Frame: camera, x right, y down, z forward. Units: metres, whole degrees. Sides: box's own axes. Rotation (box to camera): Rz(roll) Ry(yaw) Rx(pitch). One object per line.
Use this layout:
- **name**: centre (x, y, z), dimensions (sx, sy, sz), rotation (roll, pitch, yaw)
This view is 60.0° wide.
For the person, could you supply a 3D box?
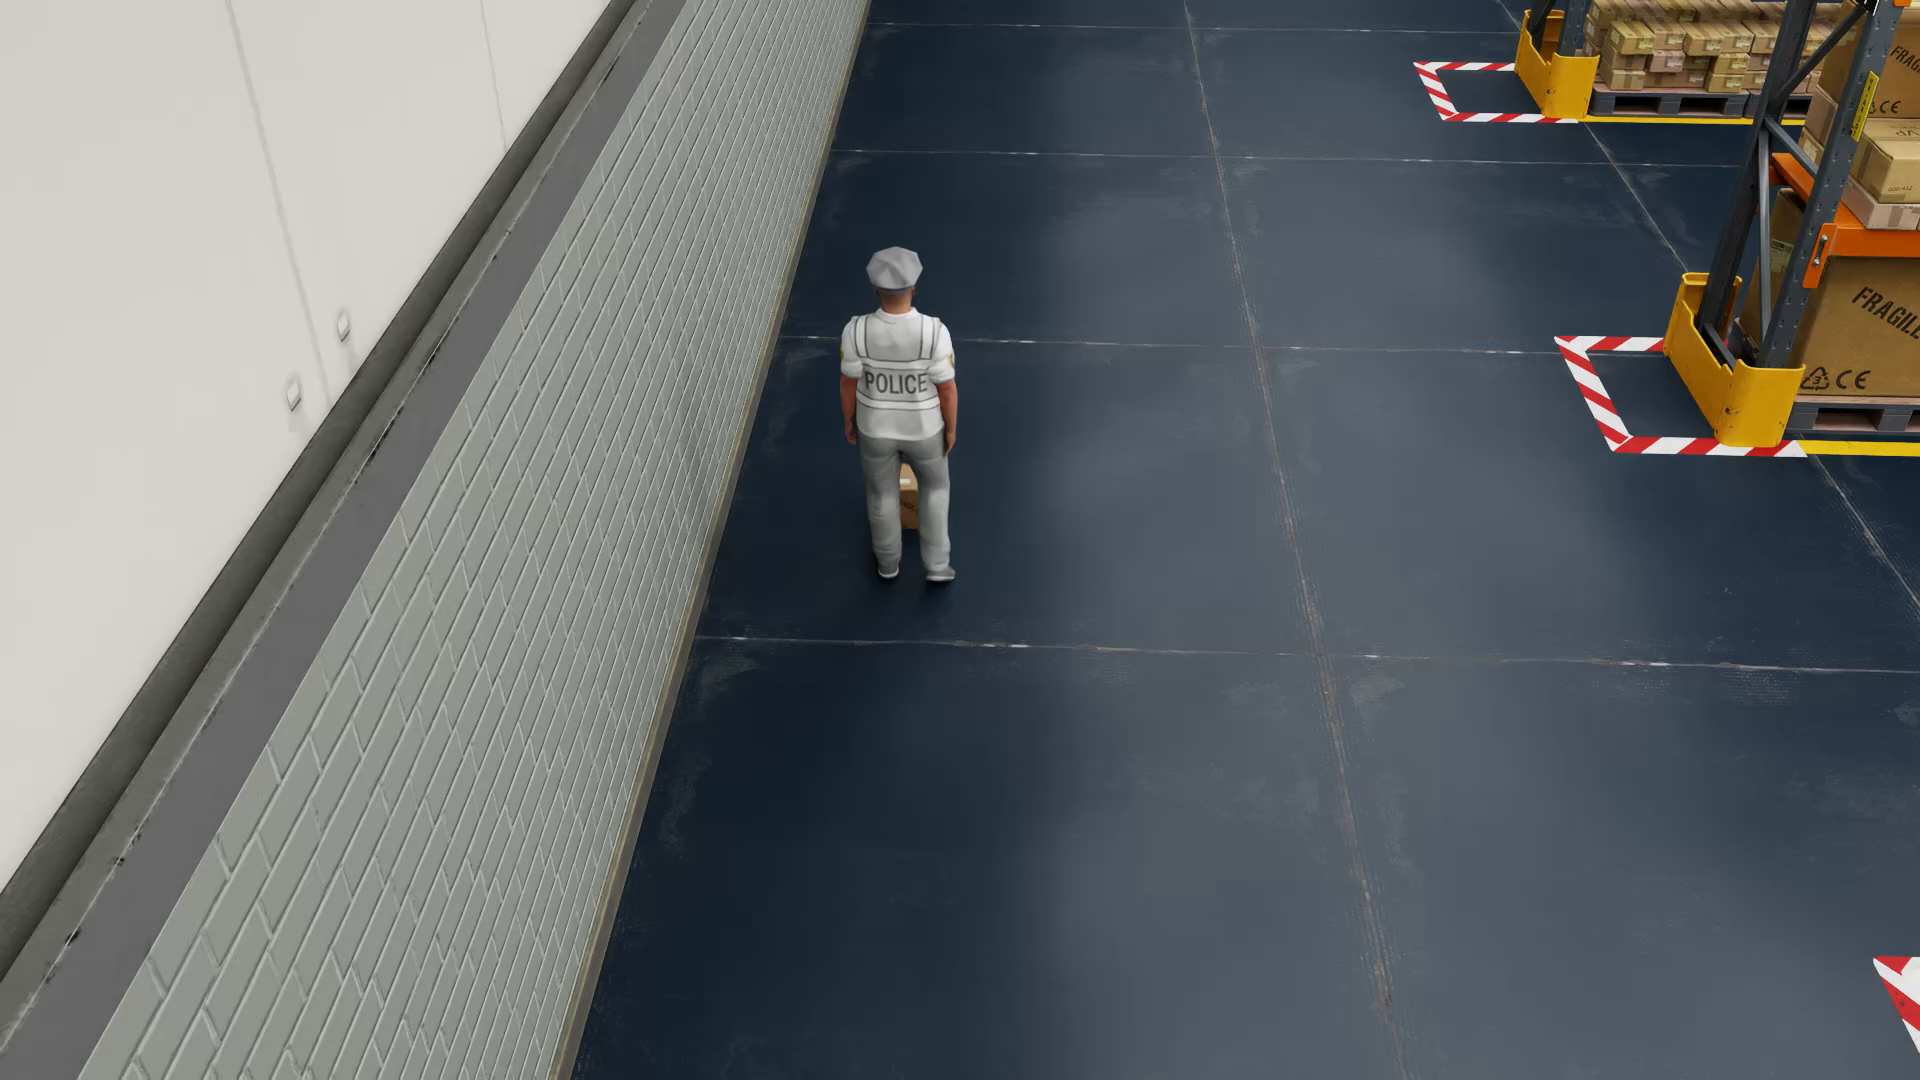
- **person**: centre (-0.282, -0.545, 7.917), dimensions (0.550, 1.855, 0.439), rotation (2, 35, 3)
